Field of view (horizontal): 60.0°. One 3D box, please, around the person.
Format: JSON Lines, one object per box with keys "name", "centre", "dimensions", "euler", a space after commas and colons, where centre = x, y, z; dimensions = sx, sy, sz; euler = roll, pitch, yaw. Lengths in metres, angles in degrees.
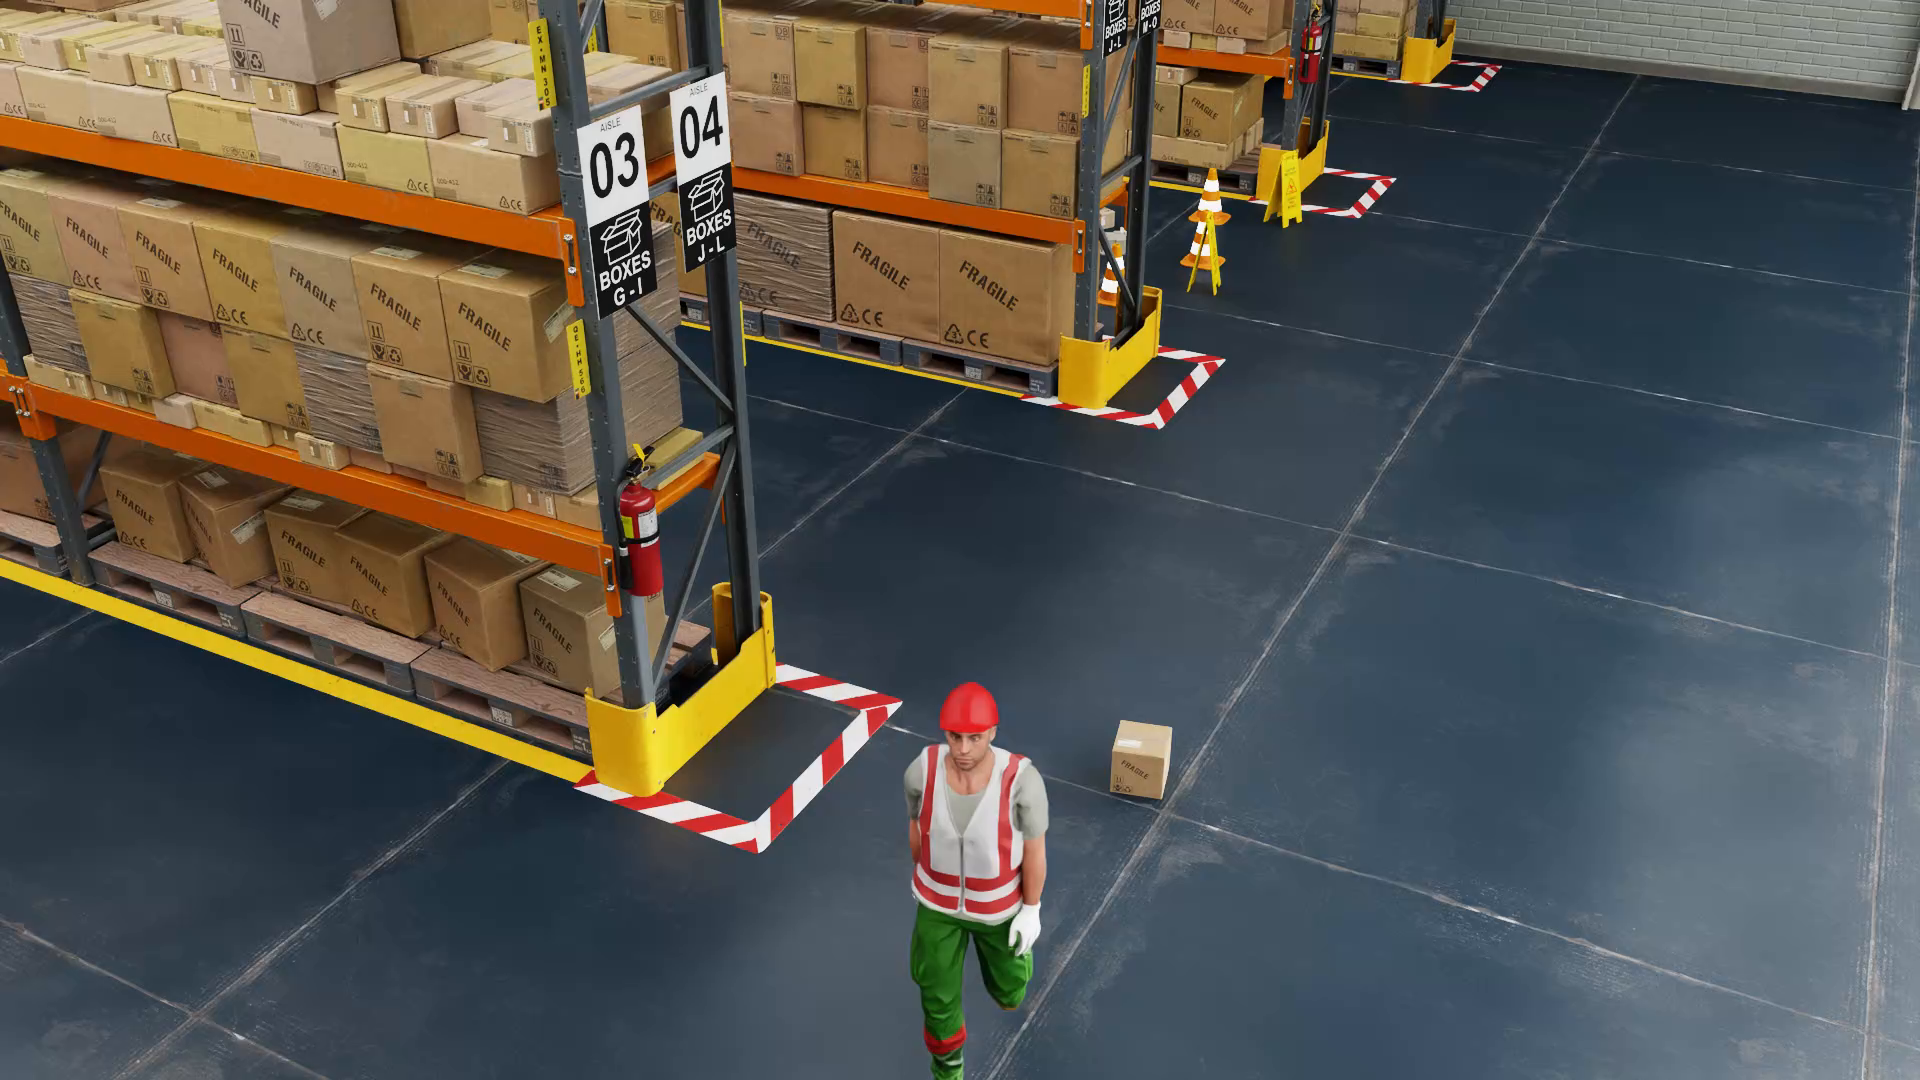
{"name": "person", "centre": [0.055, 1.262, 6.048], "dimensions": [0.529, 1.762, 0.811], "euler": [5, 30, 9]}
